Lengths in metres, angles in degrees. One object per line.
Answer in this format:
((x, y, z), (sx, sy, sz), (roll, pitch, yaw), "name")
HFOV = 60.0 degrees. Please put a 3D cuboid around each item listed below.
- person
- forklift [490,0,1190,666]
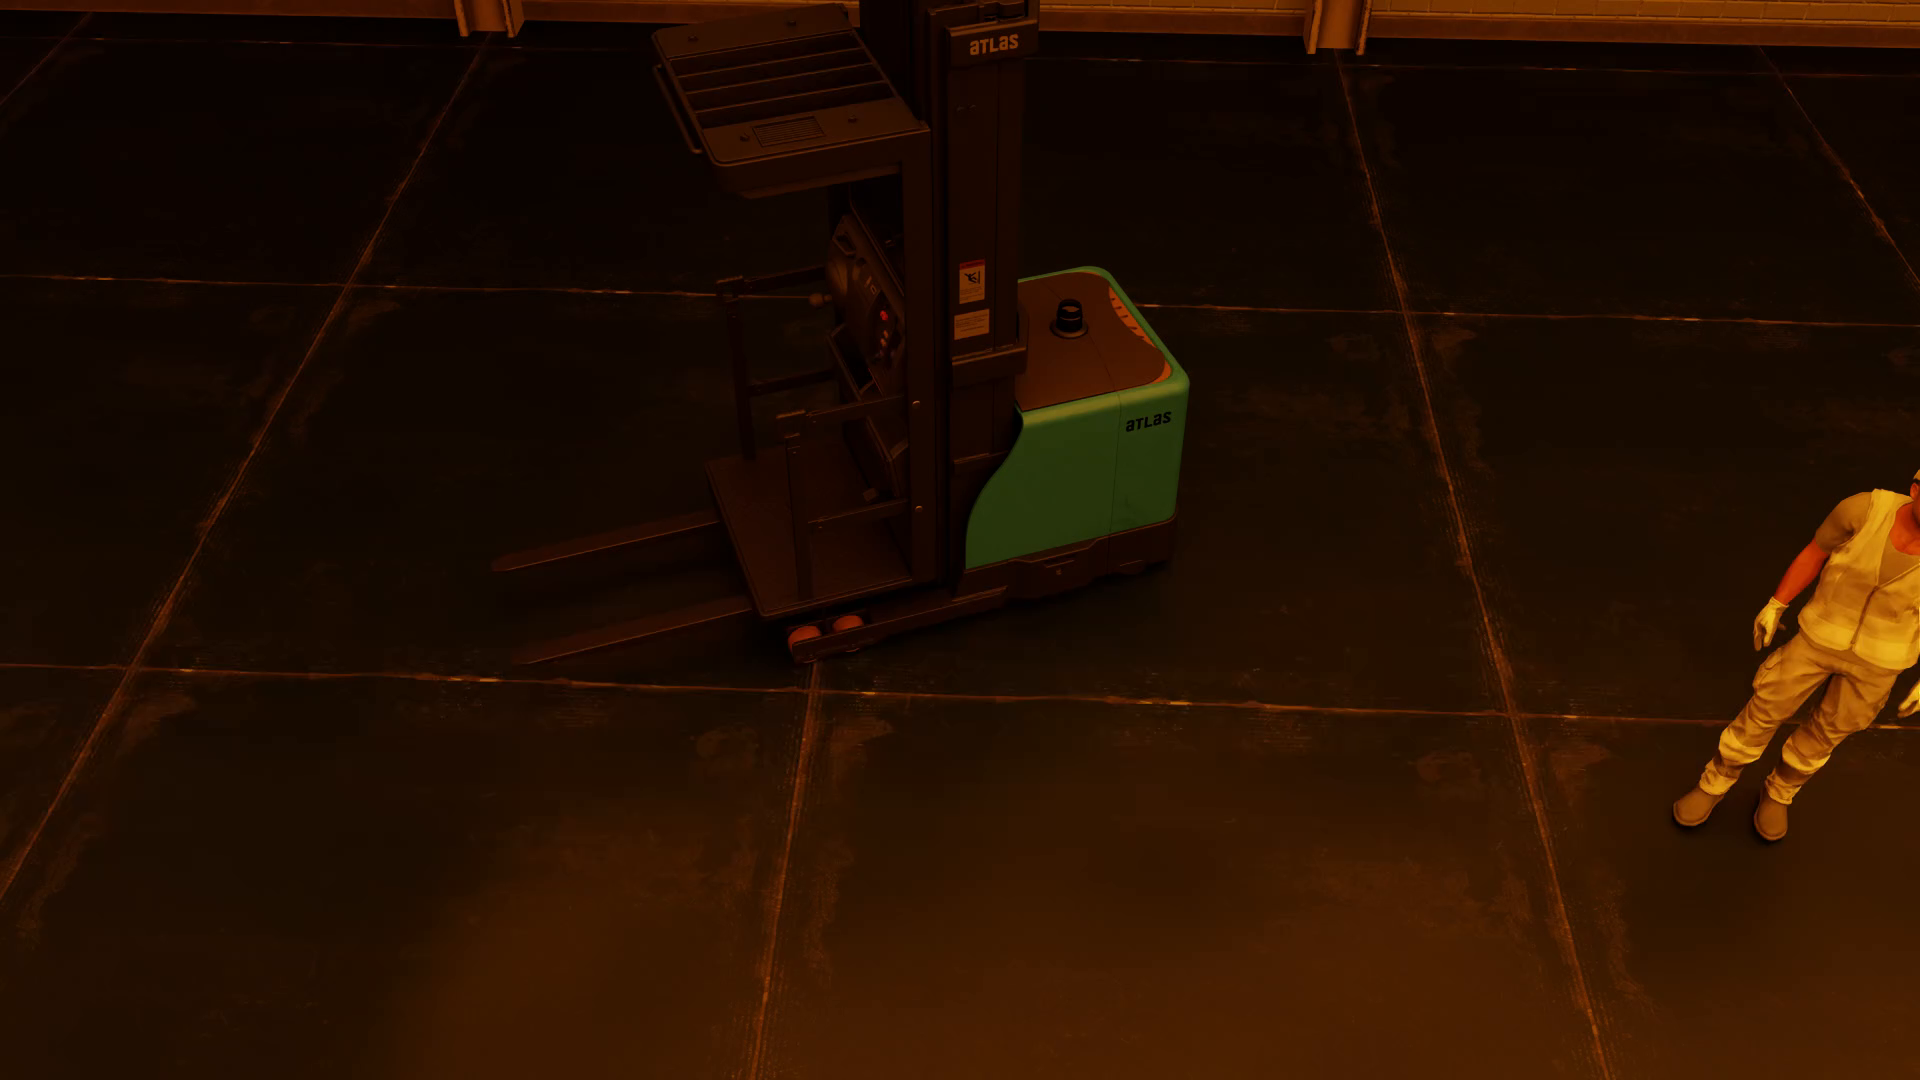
((3.237, 0.436, 6.100), (0.637, 1.789, 0.564), (25, 48, 25), "person")
((-0.573, -0.945, 6.778), (3.031, 2.935, 1.130), (-13, 44, -14), "forklift")
